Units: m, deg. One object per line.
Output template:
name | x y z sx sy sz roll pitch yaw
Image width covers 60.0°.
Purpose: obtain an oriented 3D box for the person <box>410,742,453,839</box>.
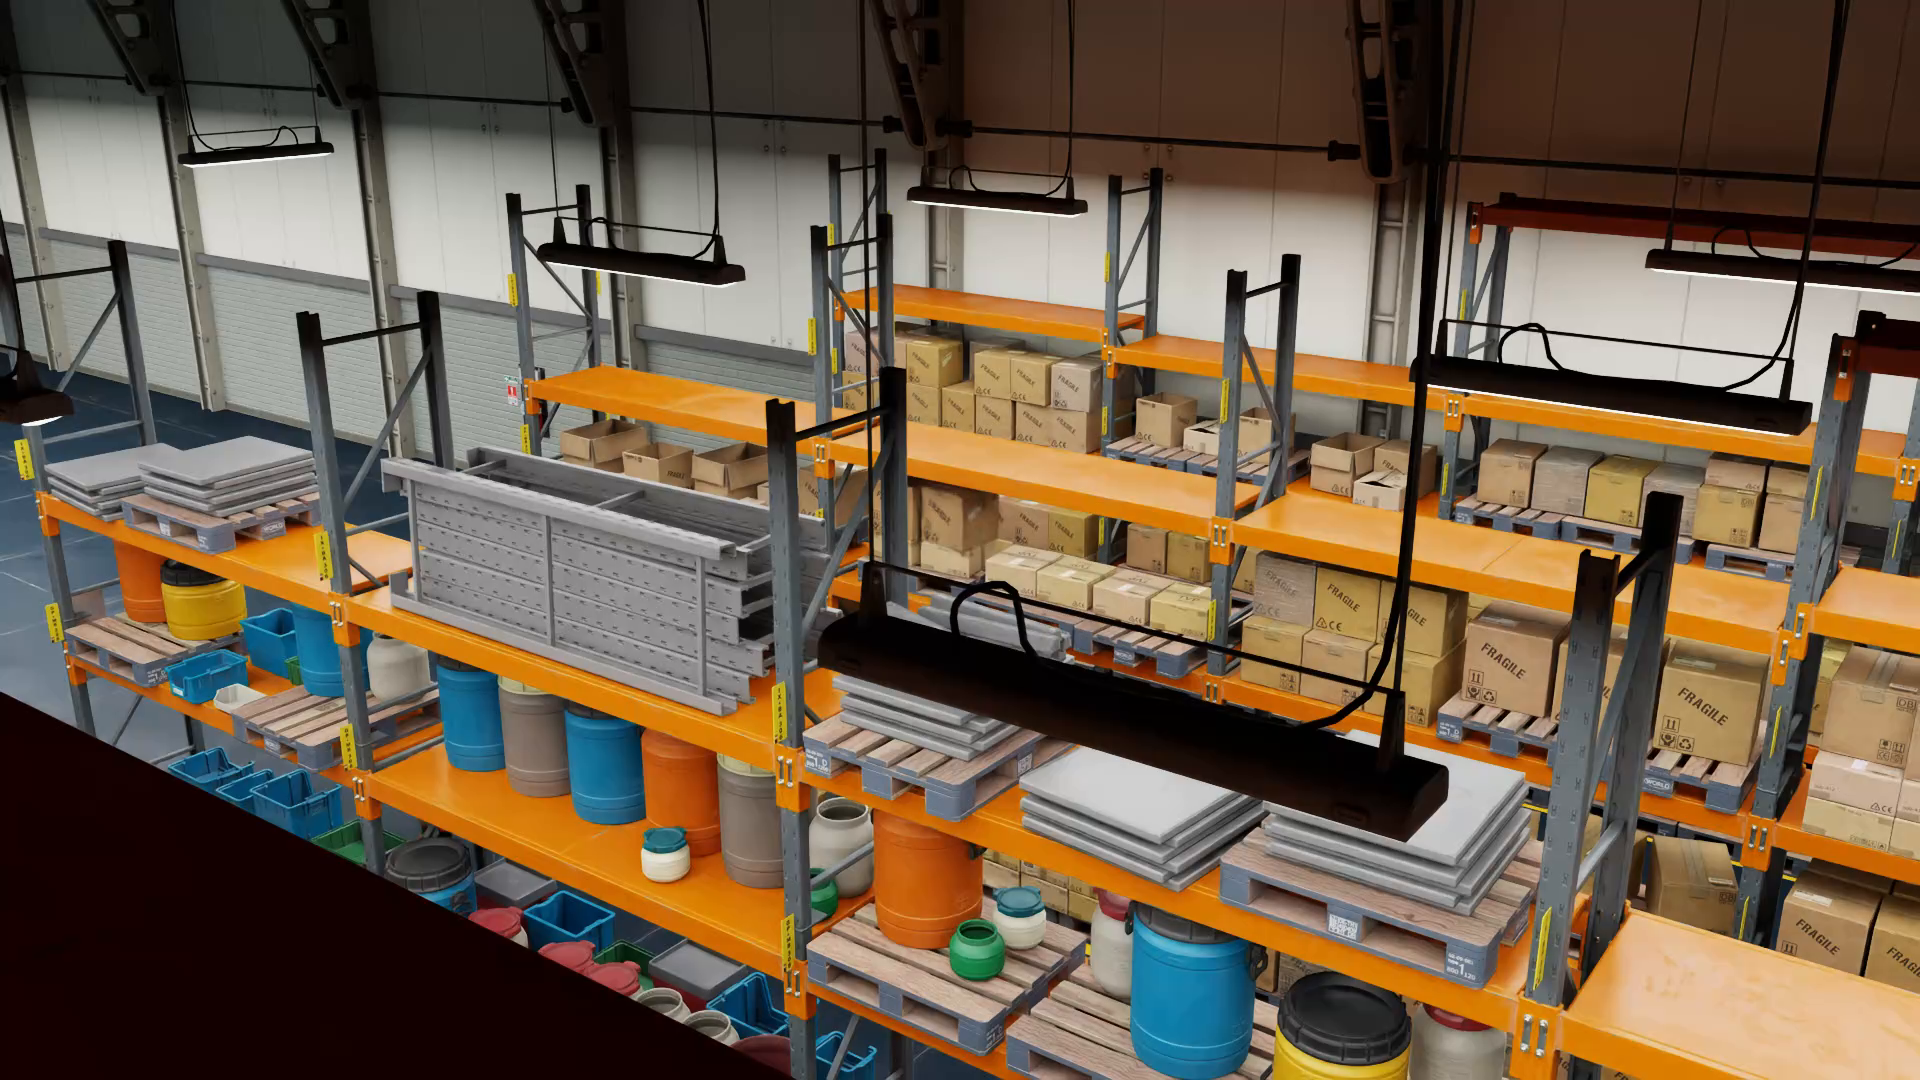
person | -4.948 2.192 15.751 0.584 1.779 0.490 -16 24 -40
